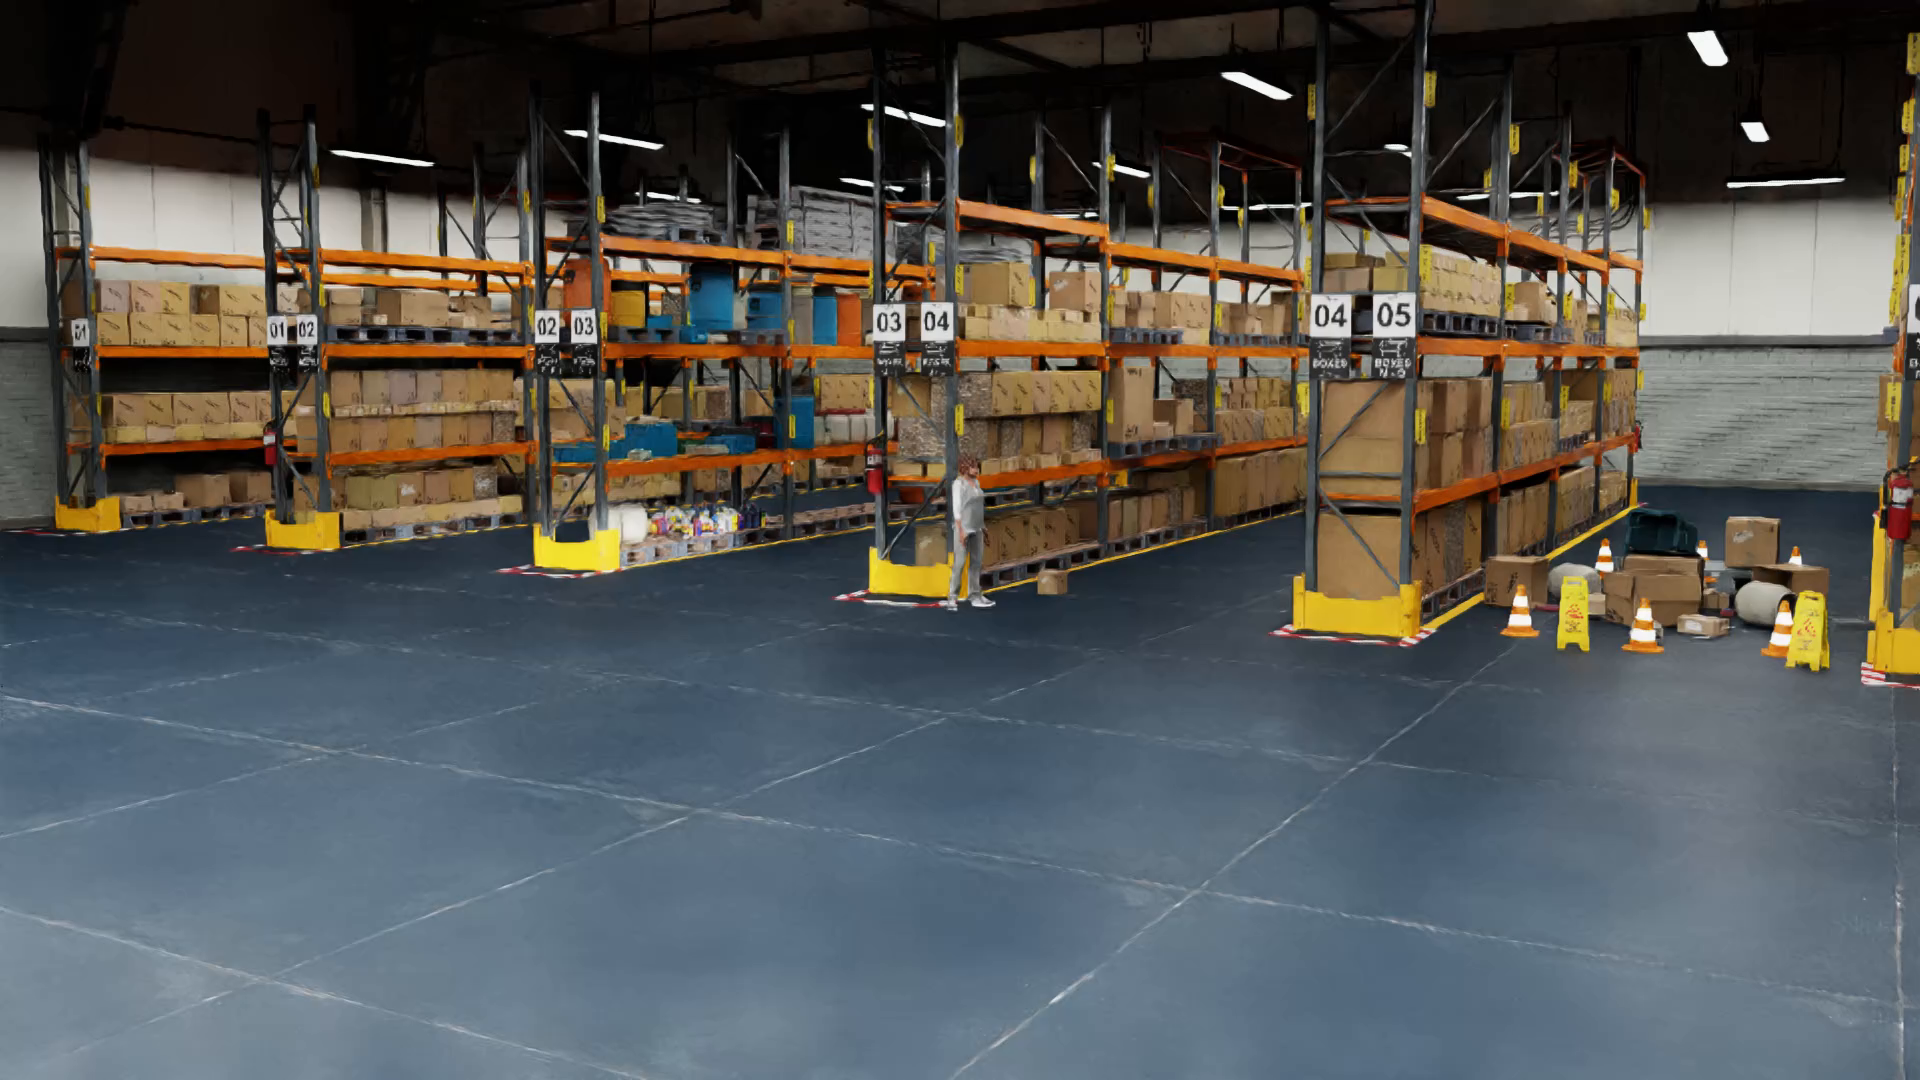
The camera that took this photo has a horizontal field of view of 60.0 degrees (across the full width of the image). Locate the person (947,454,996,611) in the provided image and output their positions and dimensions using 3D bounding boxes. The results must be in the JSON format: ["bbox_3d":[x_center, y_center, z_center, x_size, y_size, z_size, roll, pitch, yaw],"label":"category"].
[{"bbox_3d":[0.089,-0.085,17.112,0.368,1.598,0.558,5,8,39],"label":"person"}]
